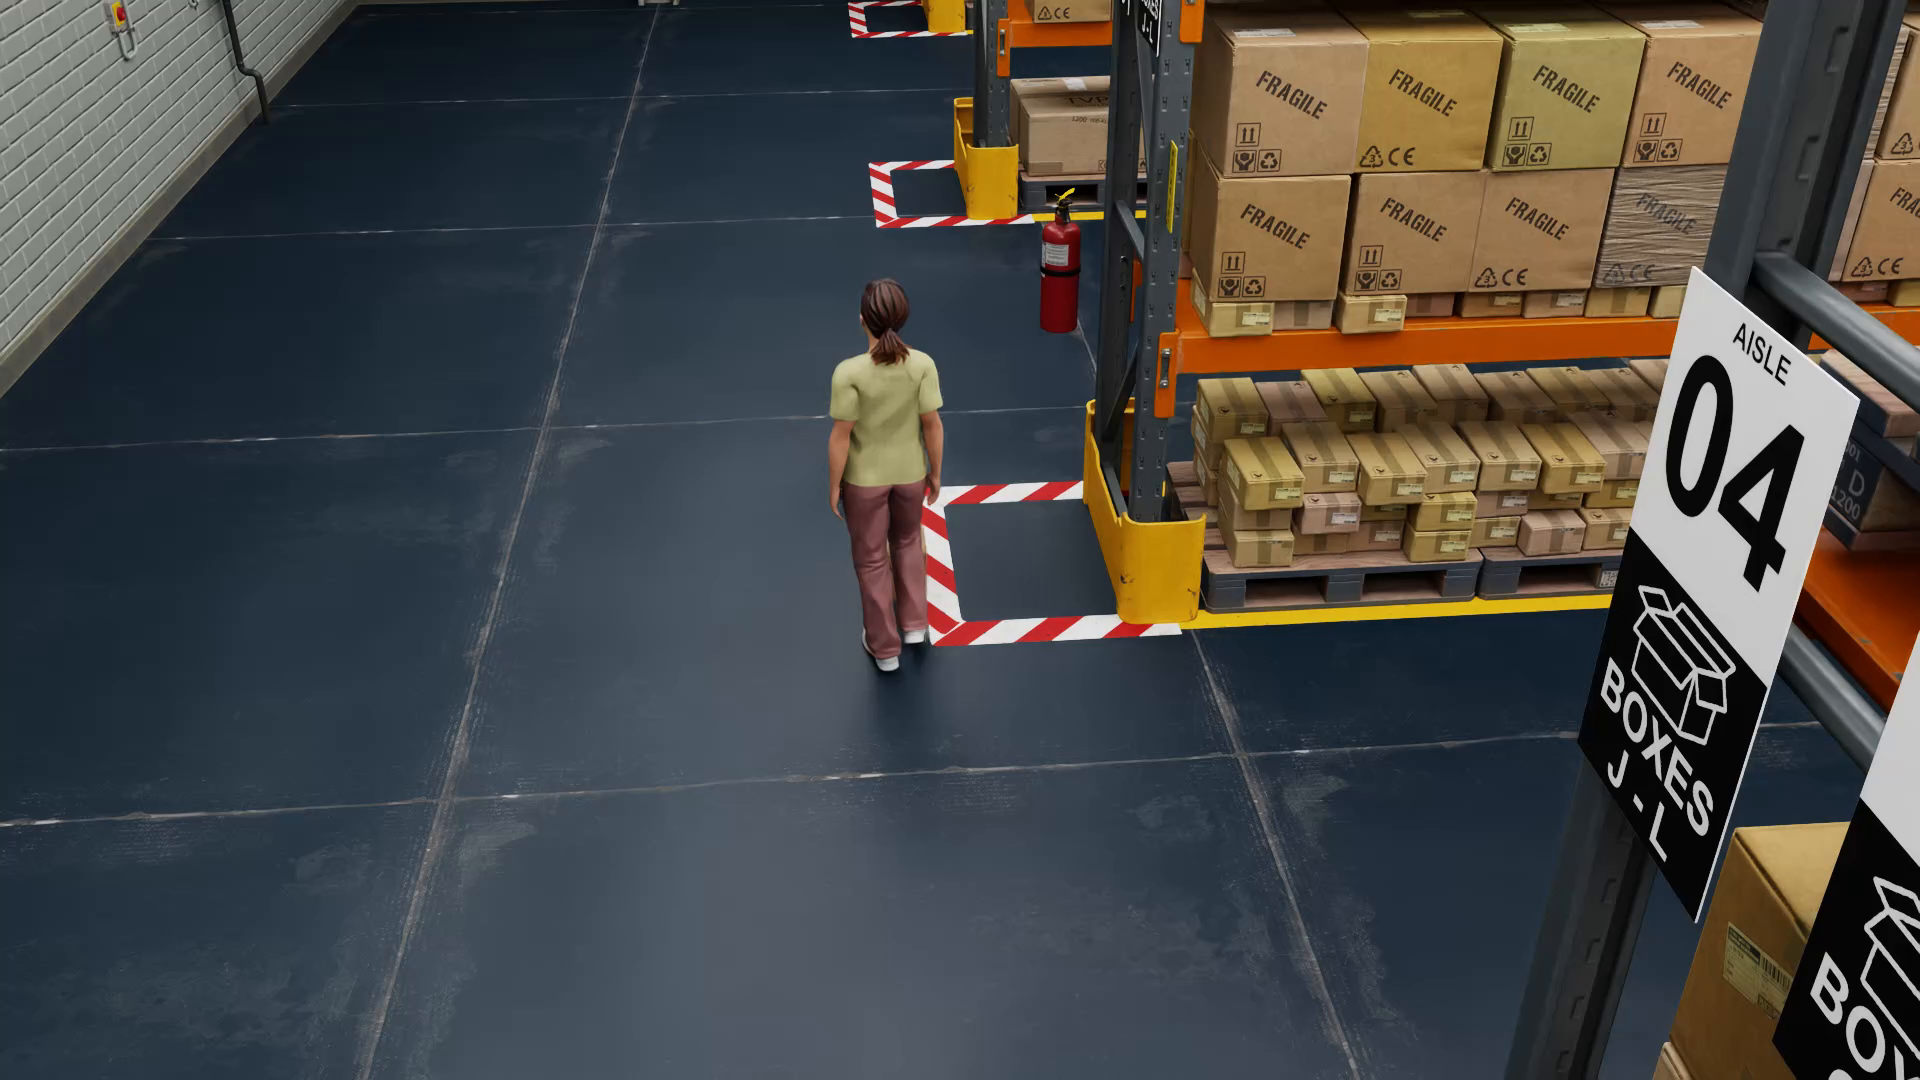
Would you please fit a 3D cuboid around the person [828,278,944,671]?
[{"bbox_3d":[-0.315,-0.241,6.548,0.455,1.699,0.447,-11,33,-17],"label":"person"}]
